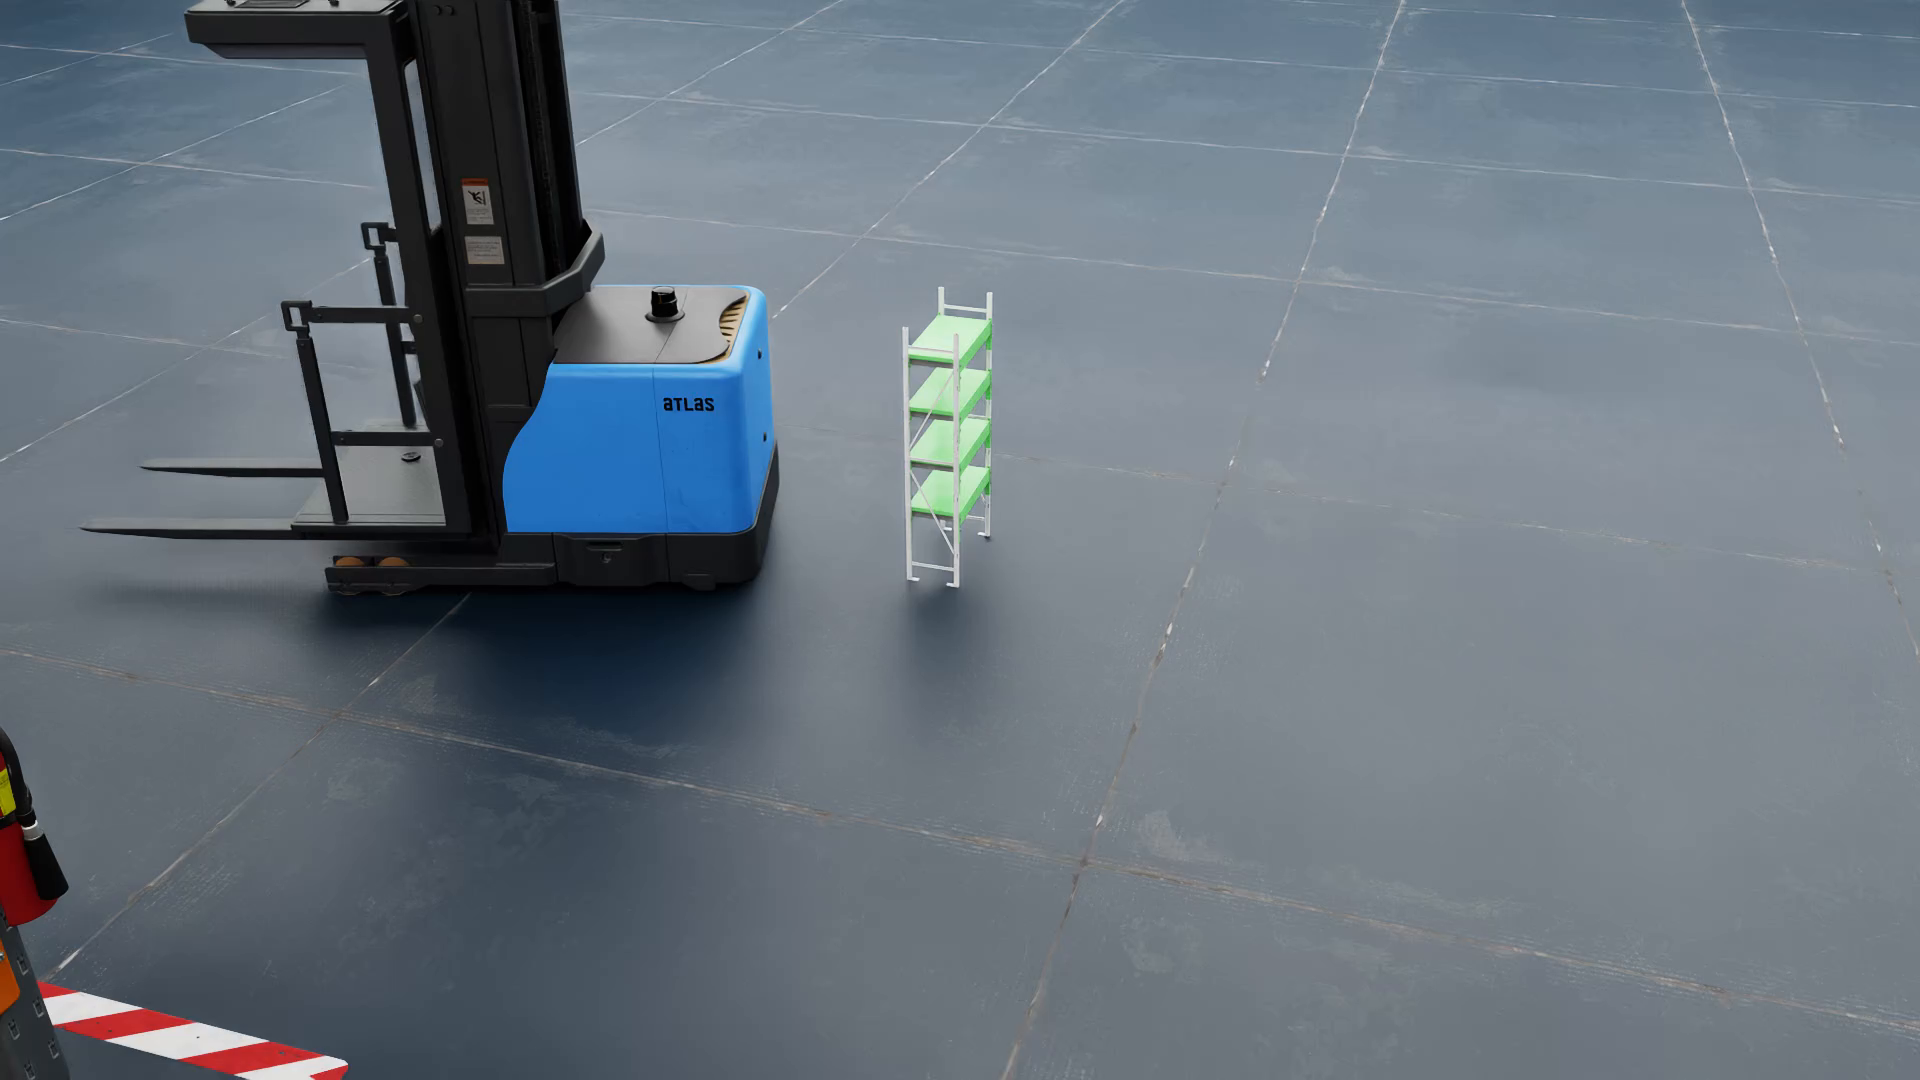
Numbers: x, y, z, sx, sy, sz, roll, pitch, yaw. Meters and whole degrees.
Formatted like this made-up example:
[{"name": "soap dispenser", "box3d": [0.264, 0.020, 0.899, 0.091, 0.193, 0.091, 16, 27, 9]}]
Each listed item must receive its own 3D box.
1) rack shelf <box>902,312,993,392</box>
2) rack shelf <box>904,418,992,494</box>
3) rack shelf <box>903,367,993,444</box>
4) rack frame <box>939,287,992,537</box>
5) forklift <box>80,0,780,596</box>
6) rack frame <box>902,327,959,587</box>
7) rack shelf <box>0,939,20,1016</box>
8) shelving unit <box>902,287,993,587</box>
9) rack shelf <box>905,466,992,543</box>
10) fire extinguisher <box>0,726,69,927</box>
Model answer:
[{"name": "rack shelf", "box3d": [-0.049, -0.811, 7.118, 0.258, 0.148, 0.480, 8, 30, 15]}, {"name": "rack shelf", "box3d": [-0.049, -0.392, 7.351, 0.258, 0.148, 0.480, 8, 30, 15]}, {"name": "rack shelf", "box3d": [-0.049, -0.601, 7.234, 0.258, 0.148, 0.480, 8, 30, 15]}, {"name": "rack frame", "box3d": [0.023, -0.561, 7.524, 0.240, 1.200, 0.015, 8, 30, 15]}, {"name": "forklift", "box3d": [-2.397, -1.293, 7.060, 3.031, 2.935, 1.130, 0, 29, 1]}, {"name": "rack frame", "box3d": [-0.120, -0.334, 7.116, 0.240, 1.200, 0.015, 8, 30, 15]}, {"name": "rack shelf", "box3d": [-3.264, 1.757, 2.245, 1.077, 0.370, 4.000, 8, 30, 15]}, {"name": "shelving unit", "box3d": [-0.049, -0.447, 7.320, 0.258, 1.200, 0.503, 8, 30, 15]}, {"name": "rack shelf", "box3d": [-0.049, -0.182, 7.468, 0.258, 0.148, 0.480, 8, 30, 15]}, {"name": "fire extinguisher", "box3d": [-2.203, 0.560, 3.737, 0.296, 0.674, 0.183, 8, 30, 15]}]
